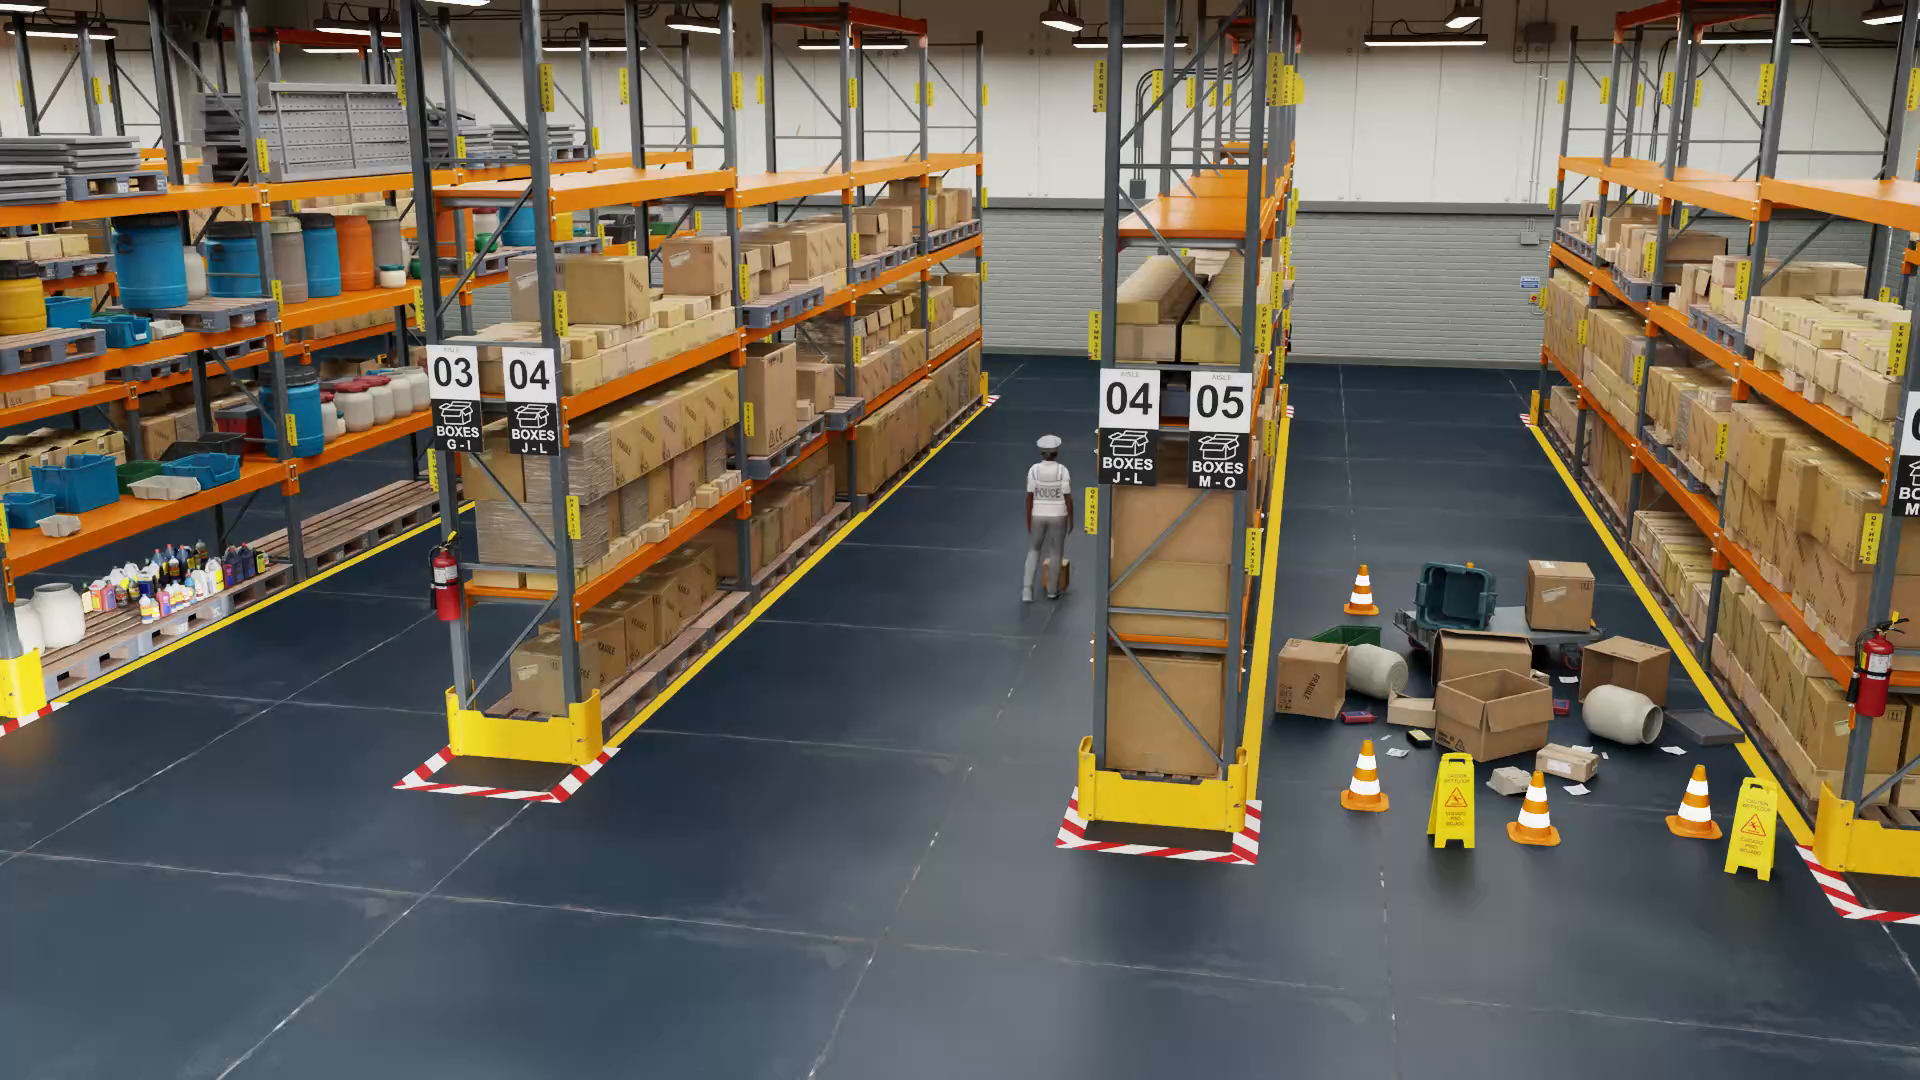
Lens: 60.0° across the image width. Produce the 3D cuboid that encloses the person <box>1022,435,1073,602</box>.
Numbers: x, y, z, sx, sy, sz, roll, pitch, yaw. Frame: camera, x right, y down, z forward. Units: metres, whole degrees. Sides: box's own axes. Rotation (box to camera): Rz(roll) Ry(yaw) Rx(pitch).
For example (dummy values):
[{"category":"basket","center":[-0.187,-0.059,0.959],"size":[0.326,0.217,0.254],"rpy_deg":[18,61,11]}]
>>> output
[{"category":"person","center":[0.904,-0.206,16.811],"size":[0.481,1.718,0.475],"rpy_deg":[3,15,11]}]
